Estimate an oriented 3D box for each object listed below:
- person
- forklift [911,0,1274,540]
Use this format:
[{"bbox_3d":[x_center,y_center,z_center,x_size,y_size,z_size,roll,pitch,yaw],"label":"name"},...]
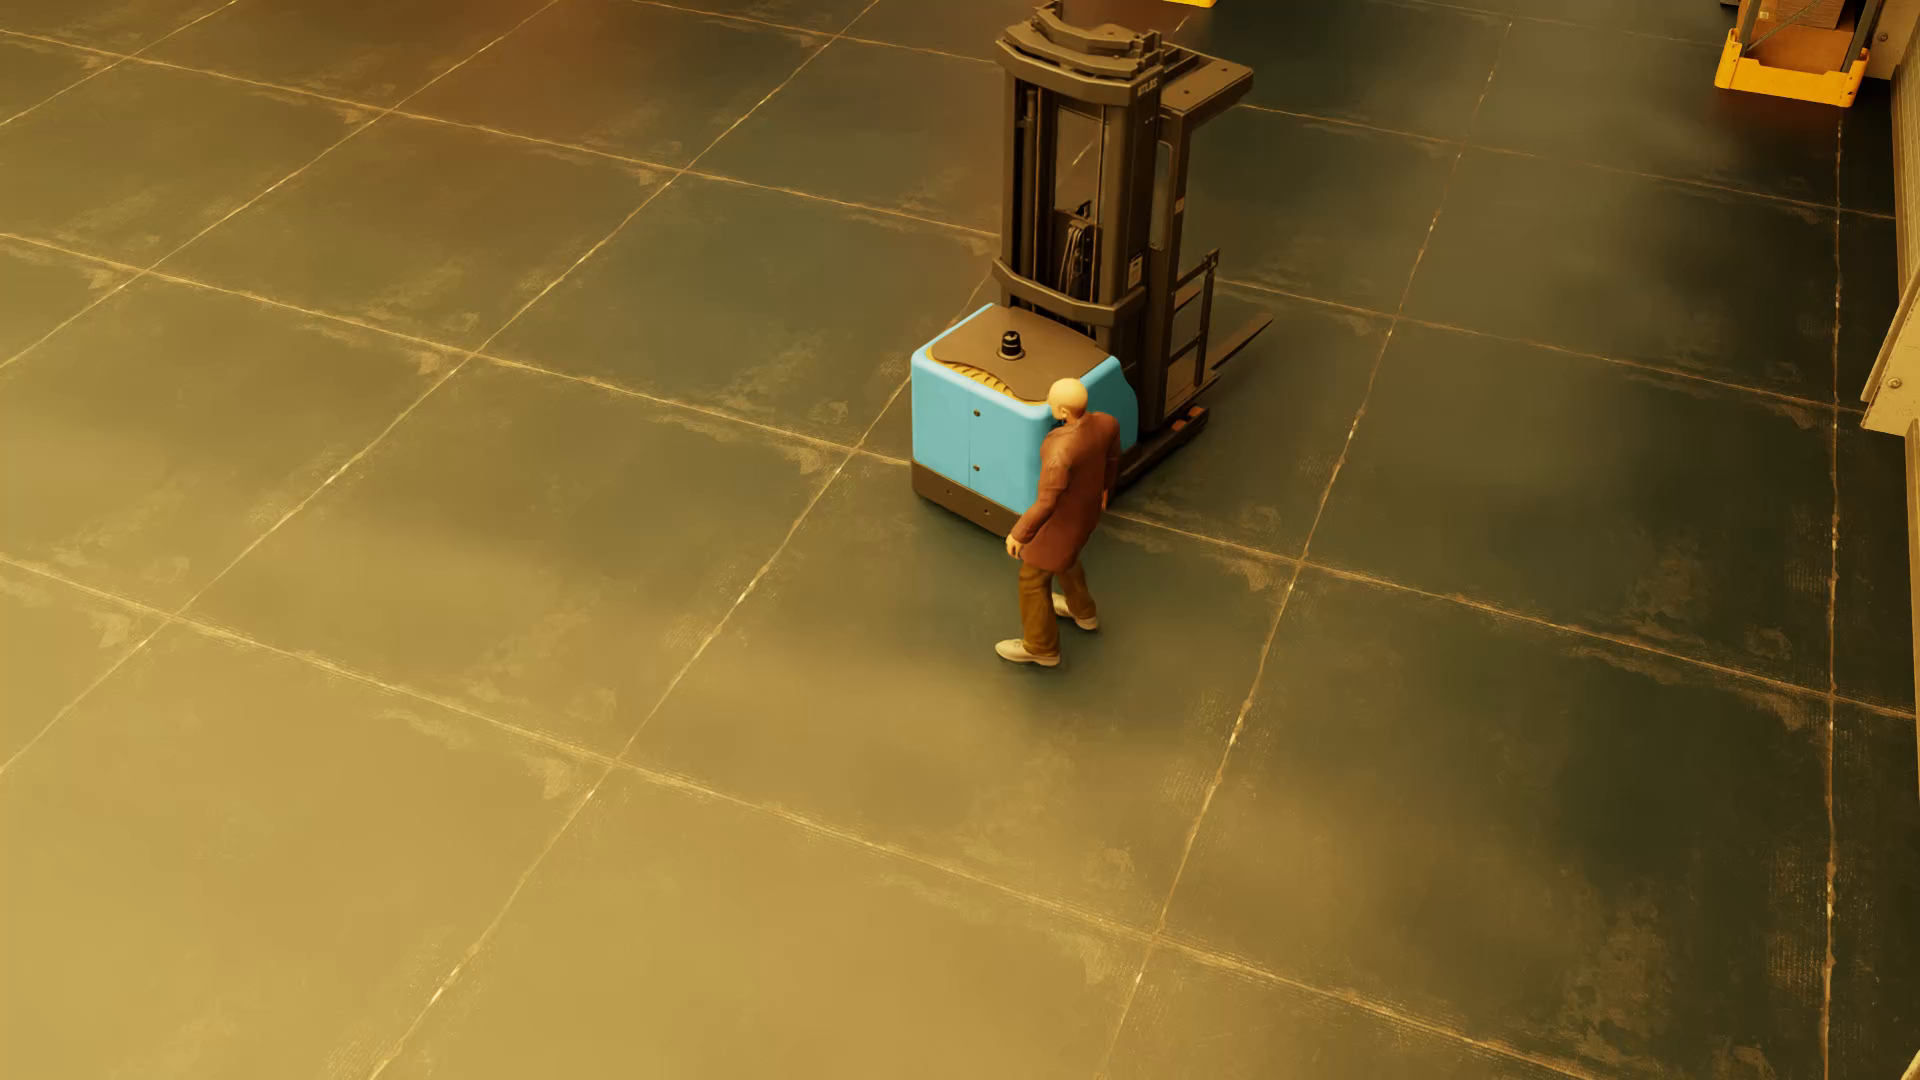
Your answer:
[{"bbox_3d":[0.553,-0.154,9.107,0.426,1.750,0.826,26,46,27],"label":"person"},{"bbox_3d":[1.018,-1.944,10.328,1.130,2.935,3.031,28,47,29],"label":"forklift"}]
